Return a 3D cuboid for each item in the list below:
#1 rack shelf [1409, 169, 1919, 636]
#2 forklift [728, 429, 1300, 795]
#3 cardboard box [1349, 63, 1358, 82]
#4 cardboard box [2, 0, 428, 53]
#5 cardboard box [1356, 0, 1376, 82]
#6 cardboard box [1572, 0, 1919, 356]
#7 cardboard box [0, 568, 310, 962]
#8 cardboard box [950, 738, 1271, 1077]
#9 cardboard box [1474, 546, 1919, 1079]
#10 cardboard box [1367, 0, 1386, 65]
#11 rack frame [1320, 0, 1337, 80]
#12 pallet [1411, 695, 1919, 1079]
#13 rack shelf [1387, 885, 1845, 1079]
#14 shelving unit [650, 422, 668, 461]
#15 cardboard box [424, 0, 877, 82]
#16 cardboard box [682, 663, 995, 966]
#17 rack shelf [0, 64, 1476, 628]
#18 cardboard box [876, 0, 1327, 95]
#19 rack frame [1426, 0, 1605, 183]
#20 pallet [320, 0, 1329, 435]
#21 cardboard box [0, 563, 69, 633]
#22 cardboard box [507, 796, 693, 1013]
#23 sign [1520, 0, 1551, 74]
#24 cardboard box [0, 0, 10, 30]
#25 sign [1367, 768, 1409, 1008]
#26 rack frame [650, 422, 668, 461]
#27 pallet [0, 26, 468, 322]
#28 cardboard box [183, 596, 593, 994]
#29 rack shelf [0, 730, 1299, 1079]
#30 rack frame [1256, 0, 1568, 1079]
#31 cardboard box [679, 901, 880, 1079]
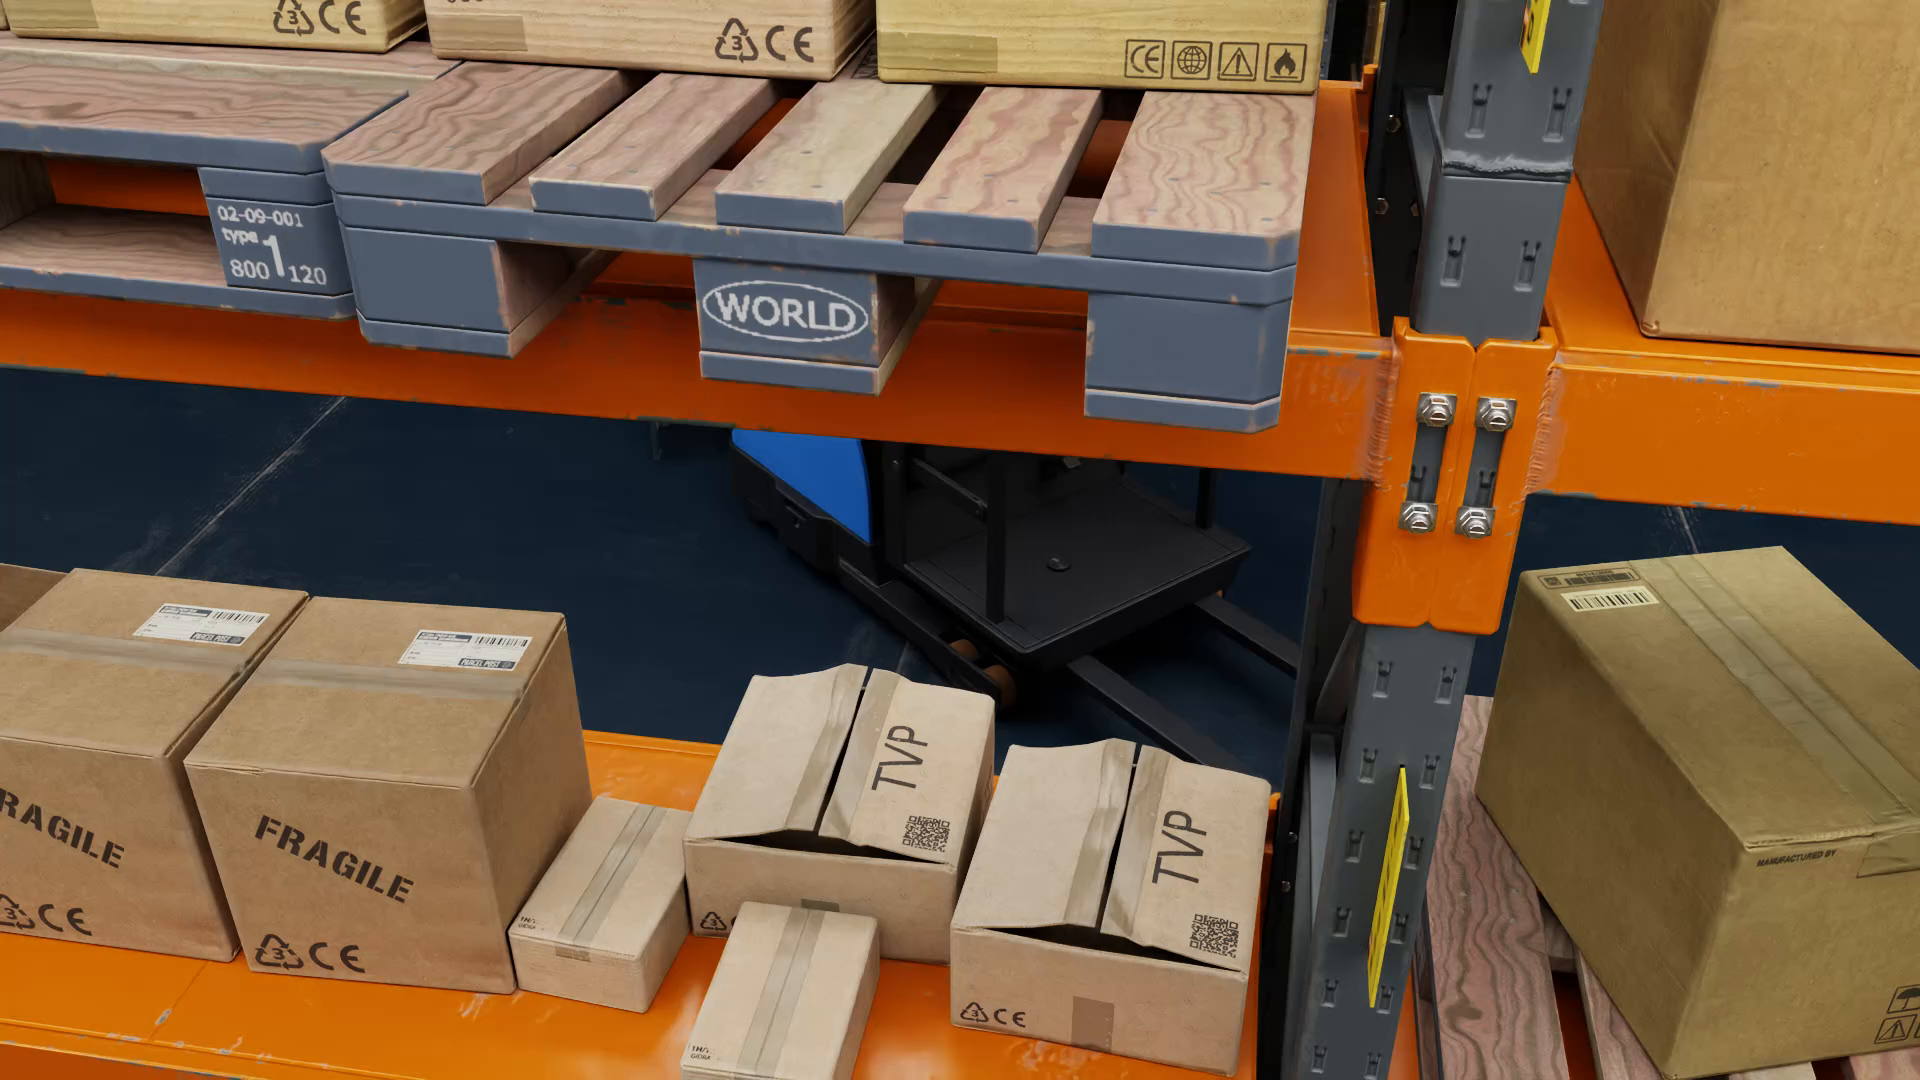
[{"bbox_3d":[2.605,-0.142,2.000,4.000,0.370,1.077,5,32,8],"label":"rack shelf"},{"bbox_3d":[0.348,-0.939,5.487,1.130,2.935,3.031,-22,38,-31],"label":"forklift"},{"bbox_3d":[1.828,-1.952,7.259,0.250,0.149,0.380,6,32,9],"label":"cardboard box"},{"bbox_3d":[-0.905,-0.845,2.191,0.500,0.250,0.500,5,32,7],"label":"cardboard box"},{"bbox_3d":[1.974,-2.217,7.072,0.500,0.500,0.500,5,32,9],"label":"cardboard box"},{"bbox_3d":[1.070,-0.646,2.034,0.500,0.500,0.910,5,32,8],"label":"cardboard box"},{"bbox_3d":[-1.542,0.416,3.164,0.500,0.500,0.500,5,32,8],"label":"cardboard box"},{"bbox_3d":[0.283,0.629,3.002,0.500,0.311,0.500,7,33,11],"label":"cardboard box"},{"bbox_3d":[1.274,0.423,2.757,0.500,0.500,0.700,-5,32,-8],"label":"cardboard box"},{"bbox_3d":[1.899,-1.944,6.636,0.500,0.500,0.500,6,33,10],"label":"cardboard box"},{"bbox_3d":[1.464,-1.945,7.030,0.127,3.000,1.000,5,32,8],"label":"rack frame"},{"bbox_3d":[1.314,0.752,2.903,1.003,0.211,1.213,5,32,8],"label":"pallet"},{"bbox_3d":[2.605,1.130,2.796,4.000,0.370,1.077,5,32,8],"label":"rack shelf"},{"bbox_3d":[-0.973,-1.092,7.074,0.755,1.500,0.431,-1,33,-2],"label":"shelving unit"},{"bbox_3d":[-0.343,-0.788,2.100,0.500,0.250,0.500,6,33,10],"label":"cardboard box"},{"bbox_3d":[-0.215,0.503,3.203,0.500,0.311,0.500,5,32,8],"label":"cardboard box"},{"bbox_3d":[-1.338,-0.499,2.570,4.000,0.370,1.077,5,32,8],"label":"rack shelf"},{"bbox_3d":[0.177,-0.751,2.040,0.500,0.250,0.500,3,32,5],"label":"cardboard box"},{"bbox_3d":[0.634,-1.897,1.298,0.127,3.000,1.000,5,32,8],"label":"rack frame"},{"bbox_3d":[-0.050,-0.559,2.166,1.003,0.211,1.213,7,33,10],"label":"pallet"},{"bbox_3d":[-2.035,0.371,3.236,0.500,0.500,0.500,7,33,12],"label":"cardboard box"},{"bbox_3d":[-0.633,0.669,3.092,0.250,0.149,0.380,8,33,12],"label":"cardboard box"},{"bbox_3d":[0.533,-0.588,1.474,0.005,0.325,0.100,5,32,8],"label":"sign"},{"bbox_3d":[-1.435,-0.894,2.269,0.500,0.250,0.500,3,32,4],"label":"cardboard box"},{"bbox_3d":[0.544,0.446,2.119,0.005,0.325,0.100,5,32,8],"label":"sign"},{"bbox_3d":[-1.338,-1.085,7.062,0.023,1.500,0.400,-1,33,-2],"label":"rack frame"},{"bbox_3d":[-1.153,-0.657,2.323,1.213,0.211,1.003,7,33,10],"label":"pallet"},{"bbox_3d":[-1.023,0.463,3.089,0.500,0.500,0.500,3,32,6],"label":"cardboard box"},{"bbox_3d":[-1.338,0.773,3.366,4.000,0.370,1.077,5,32,8],"label":"rack shelf"},{"bbox_3d":[0.634,0.646,2.890,0.127,3.000,1.000,5,32,8],"label":"rack frame"},{"bbox_3d":[-0.299,0.817,2.854,0.250,0.149,0.380,5,32,8],"label":"cardboard box"}]
